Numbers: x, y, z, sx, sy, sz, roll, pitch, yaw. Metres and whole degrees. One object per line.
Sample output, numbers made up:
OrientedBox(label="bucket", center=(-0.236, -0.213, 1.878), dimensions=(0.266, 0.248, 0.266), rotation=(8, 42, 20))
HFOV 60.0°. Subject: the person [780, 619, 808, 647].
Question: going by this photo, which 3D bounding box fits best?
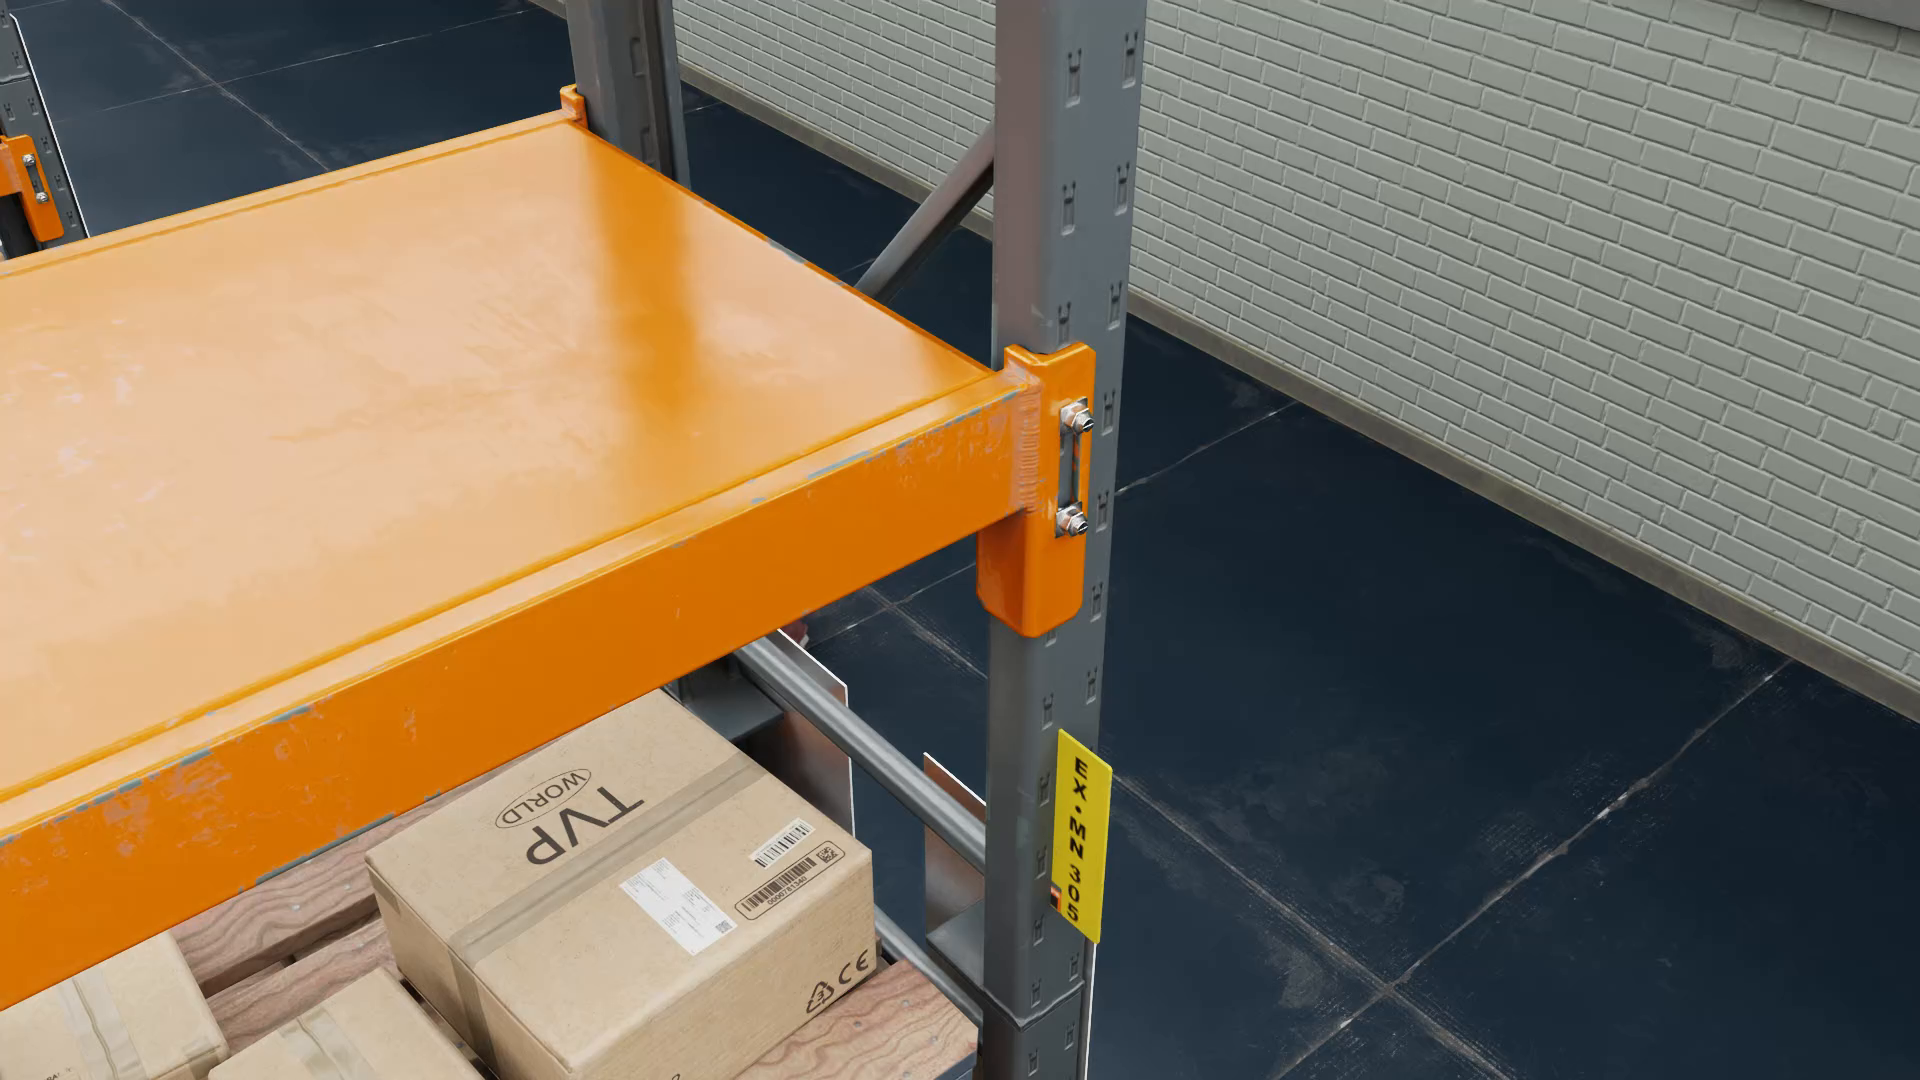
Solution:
OrientedBox(label="person", center=(-0.972, 0.257, 7.573), dimensions=(0.831, 0.806, 0.472), rotation=(-27, 44, -32))
